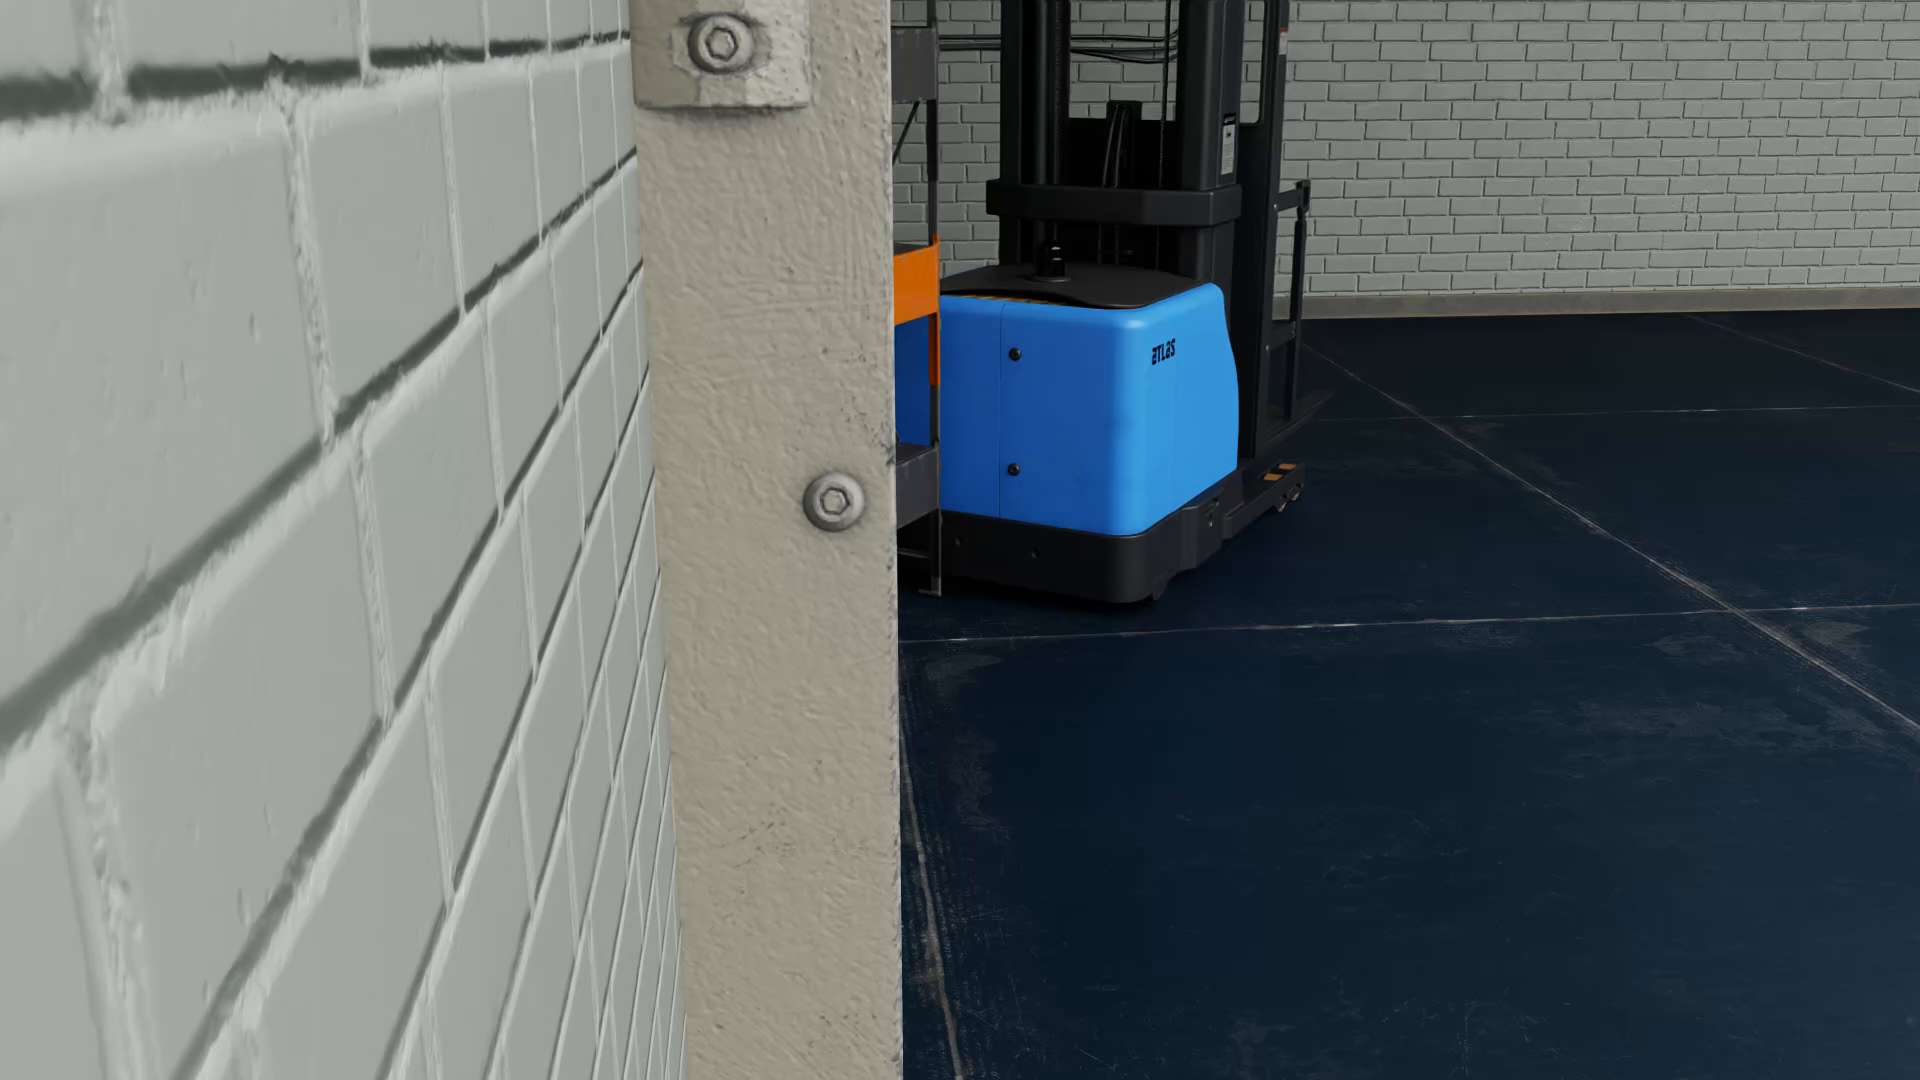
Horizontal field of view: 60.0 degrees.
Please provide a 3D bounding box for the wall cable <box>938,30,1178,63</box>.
[{"bbox_3d":[0.138,-4.271,10.442,3.097,2.526,0.112,-2,18,-6],"label":"wall cable"}]

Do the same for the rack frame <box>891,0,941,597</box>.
[{"bbox_3d":[-0.248,-0.823,5.755,0.400,2.100,0.015,10,21,27],"label":"rack frame"}]

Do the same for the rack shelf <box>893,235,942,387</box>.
[{"bbox_3d":[-0.366,-0.741,5.557,0.431,0.518,0.480,10,21,27],"label":"rack shelf"}]

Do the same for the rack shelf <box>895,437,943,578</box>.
[{"bbox_3d":[-0.365,-0.078,5.780,0.431,0.518,0.480,10,21,27],"label":"rack shelf"}]

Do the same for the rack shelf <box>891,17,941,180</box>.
[{"bbox_3d":[-0.367,-1.405,5.335,0.431,0.518,0.480,10,21,27],"label":"rack shelf"}]

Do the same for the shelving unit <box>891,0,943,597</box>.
[{"bbox_3d":[-0.366,-0.754,5.553,0.431,2.100,0.503,10,21,27],"label":"shelving unit"}]

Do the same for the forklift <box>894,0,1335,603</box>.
[{"bbox_3d":[0.851,-1.573,6.794,1.130,2.935,3.031,9,20,27],"label":"forklift"}]
